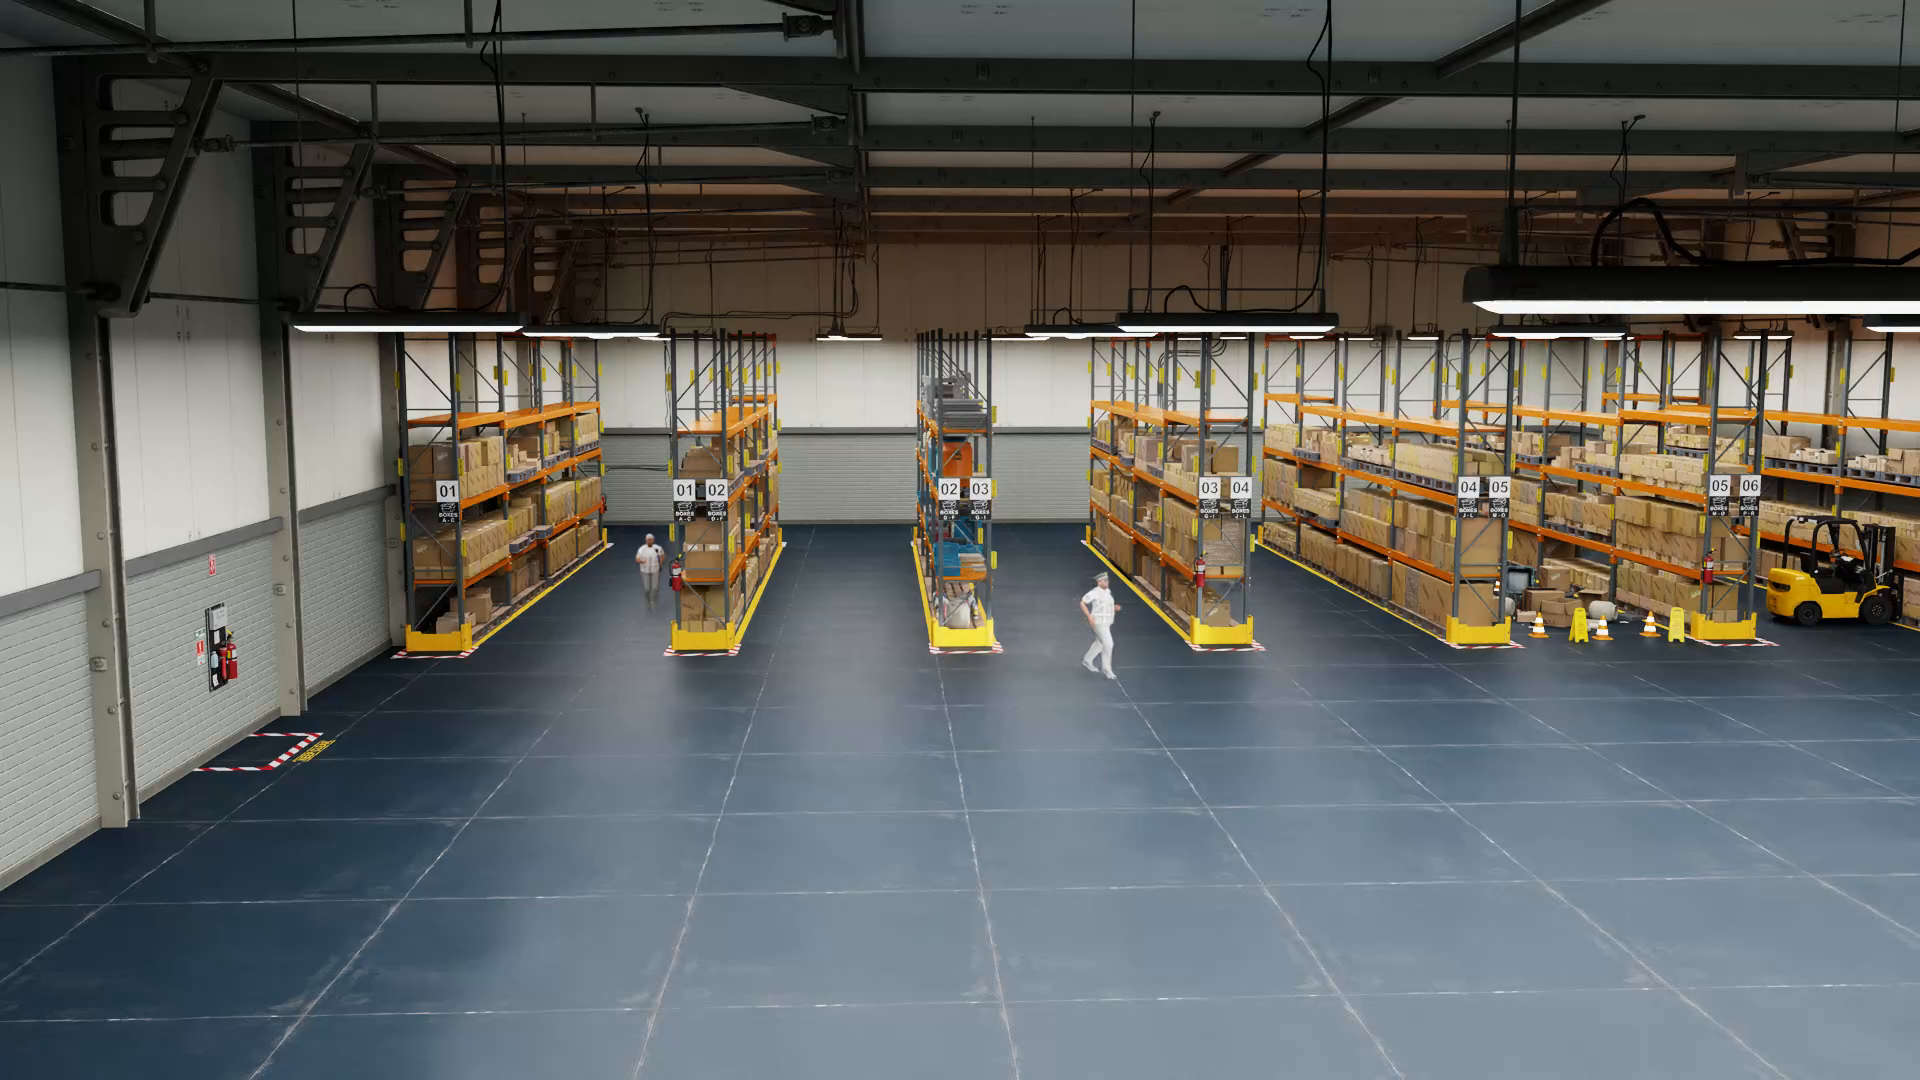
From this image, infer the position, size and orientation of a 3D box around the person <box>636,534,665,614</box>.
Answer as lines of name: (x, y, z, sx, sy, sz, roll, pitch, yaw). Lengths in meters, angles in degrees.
person: (-6.609, 0.694, 35.492, 0.606, 1.666, 0.873, -1, 7, -9)

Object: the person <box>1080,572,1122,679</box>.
person: (2.439, 1.461, 28.767, 0.783, 1.841, 0.644, 4, 8, 31)

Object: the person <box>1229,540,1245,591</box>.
person: (6.481, 0.280, 38.683, 0.673, 1.858, 0.821, -1, 7, -7)
